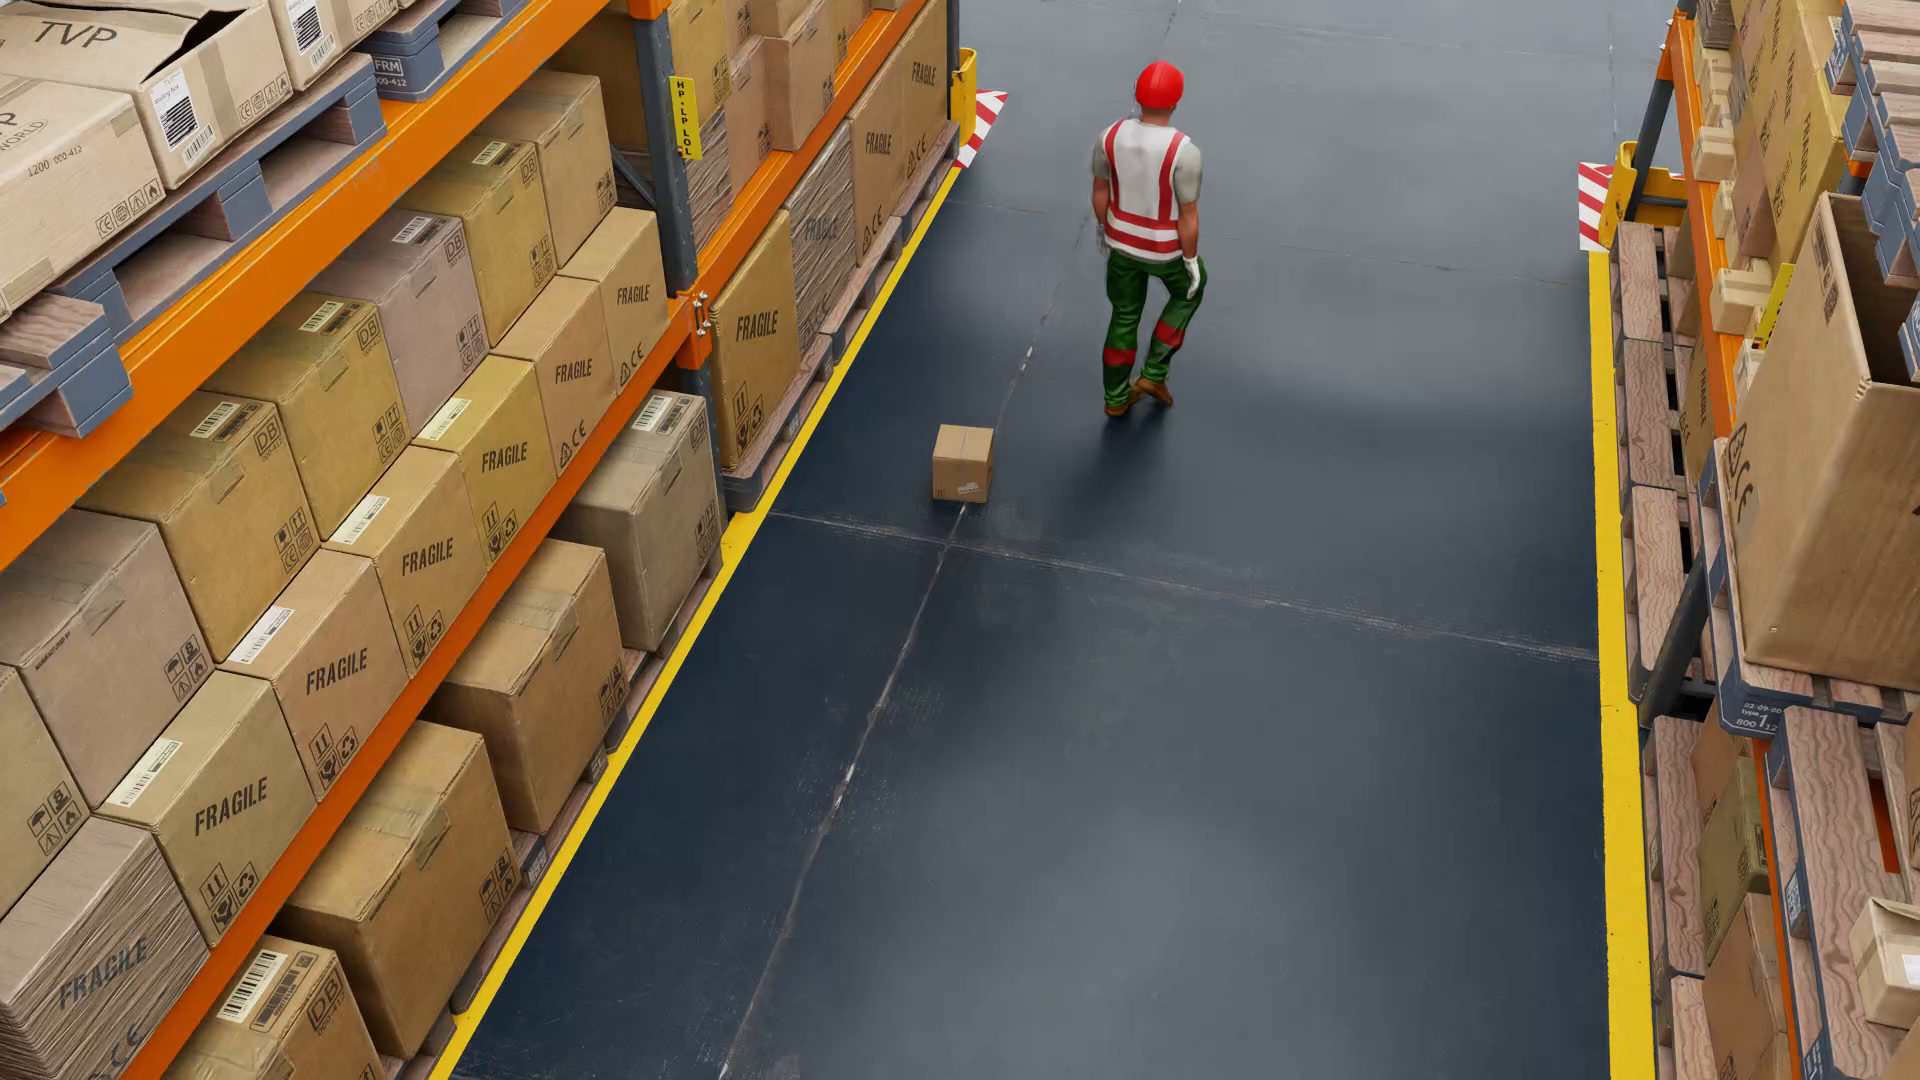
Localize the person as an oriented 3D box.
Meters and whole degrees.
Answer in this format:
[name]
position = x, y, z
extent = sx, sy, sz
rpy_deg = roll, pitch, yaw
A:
[person]
position = 0.894, -1.372, 7.729
extent = 0.586, 1.833, 0.478
rpy_deg = 20, 44, 22
